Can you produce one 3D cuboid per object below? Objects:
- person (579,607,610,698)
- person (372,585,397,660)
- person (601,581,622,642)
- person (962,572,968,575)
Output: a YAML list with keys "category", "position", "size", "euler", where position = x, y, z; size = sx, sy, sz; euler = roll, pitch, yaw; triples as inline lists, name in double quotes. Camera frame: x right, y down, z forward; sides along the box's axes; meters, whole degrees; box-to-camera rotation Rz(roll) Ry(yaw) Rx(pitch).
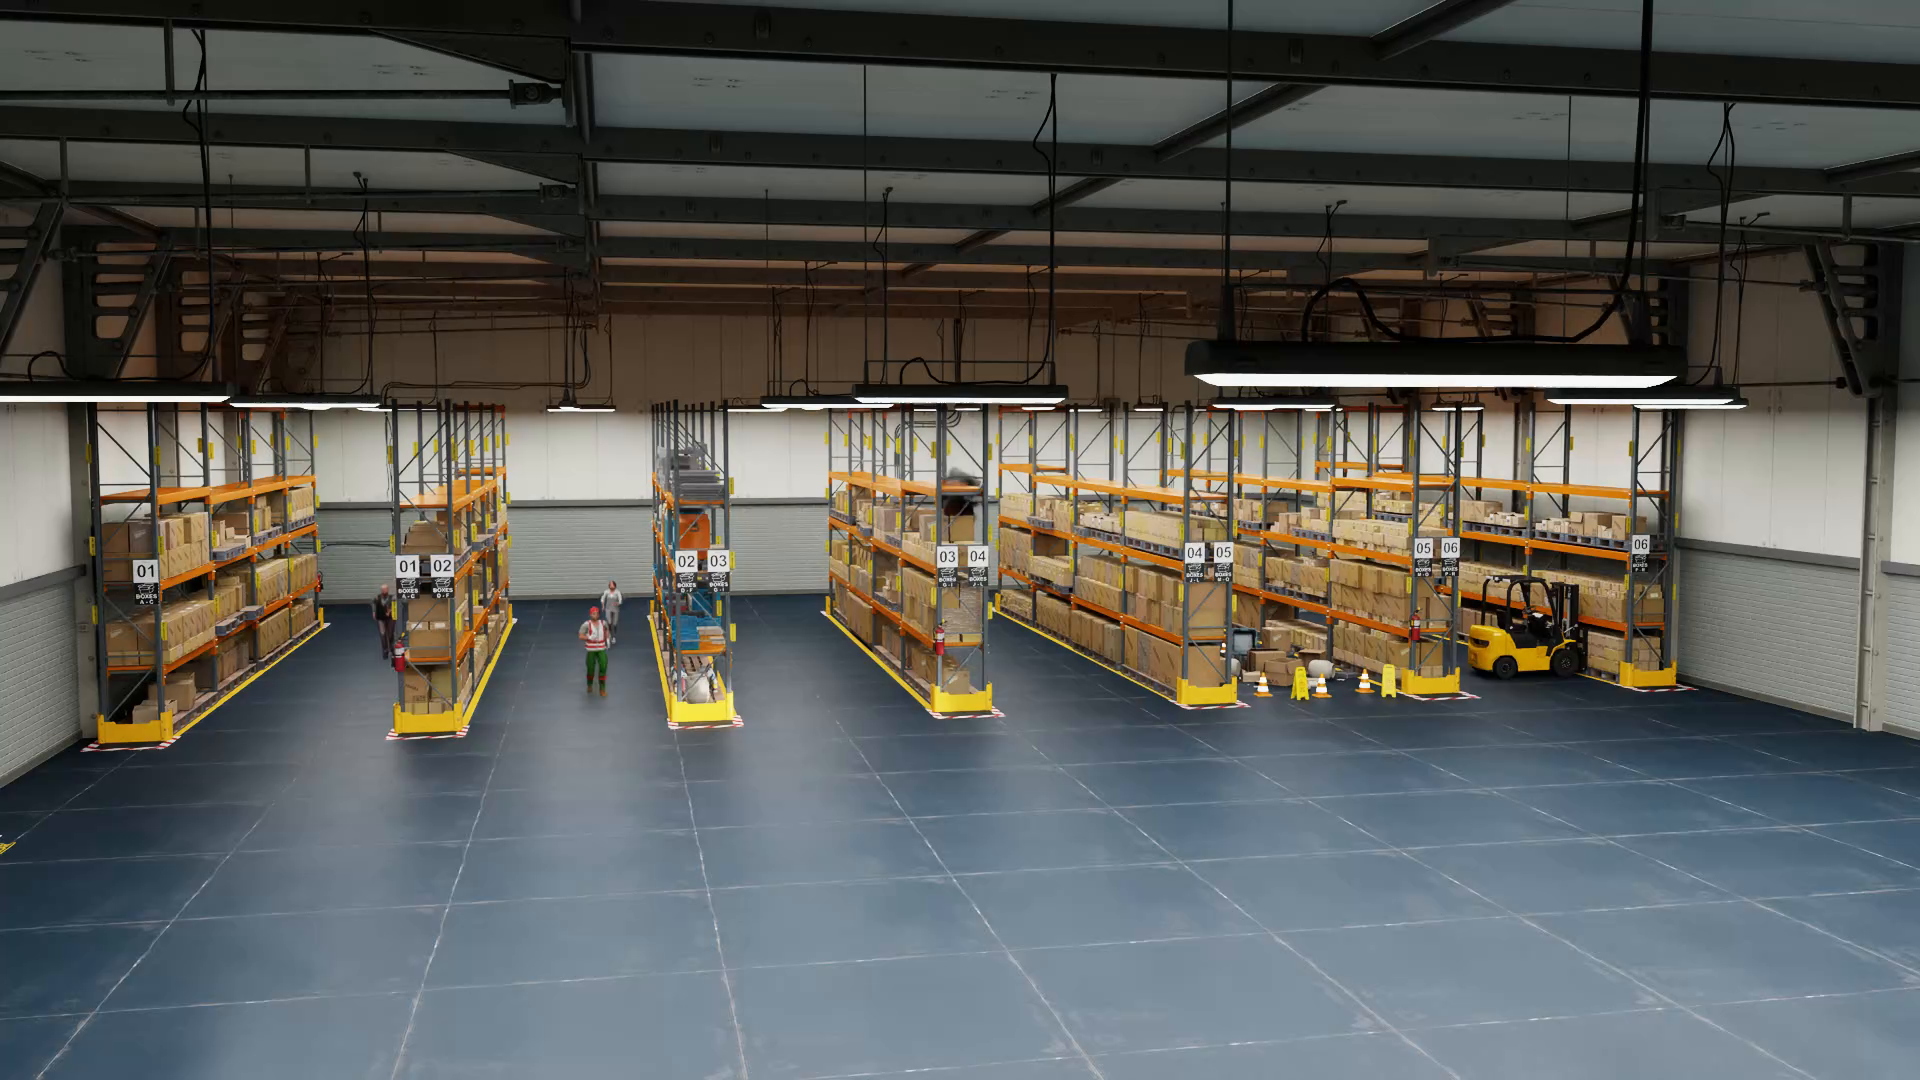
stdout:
- category: "person"
  position: [-7.423, 2.276, 33.819]
  size: [0.681, 1.853, 0.795]
  euler: [-2, 5, -25]
- category: "person"
  position: [-13.540, 1.909, 39.262]
  size: [0.678, 1.722, 1.010]
  euler: [-1, 4, -9]
- category: "person"
  position: [-8.695, 1.804, 41.522]
  size: [0.519, 1.553, 0.624]
  euler: [-1, 4, -13]
- category: "person"
  position: [0.185, 1.303, 47.117]
  size: [0.712, 1.807, 0.715]
  euler: [0, 4, -3]
